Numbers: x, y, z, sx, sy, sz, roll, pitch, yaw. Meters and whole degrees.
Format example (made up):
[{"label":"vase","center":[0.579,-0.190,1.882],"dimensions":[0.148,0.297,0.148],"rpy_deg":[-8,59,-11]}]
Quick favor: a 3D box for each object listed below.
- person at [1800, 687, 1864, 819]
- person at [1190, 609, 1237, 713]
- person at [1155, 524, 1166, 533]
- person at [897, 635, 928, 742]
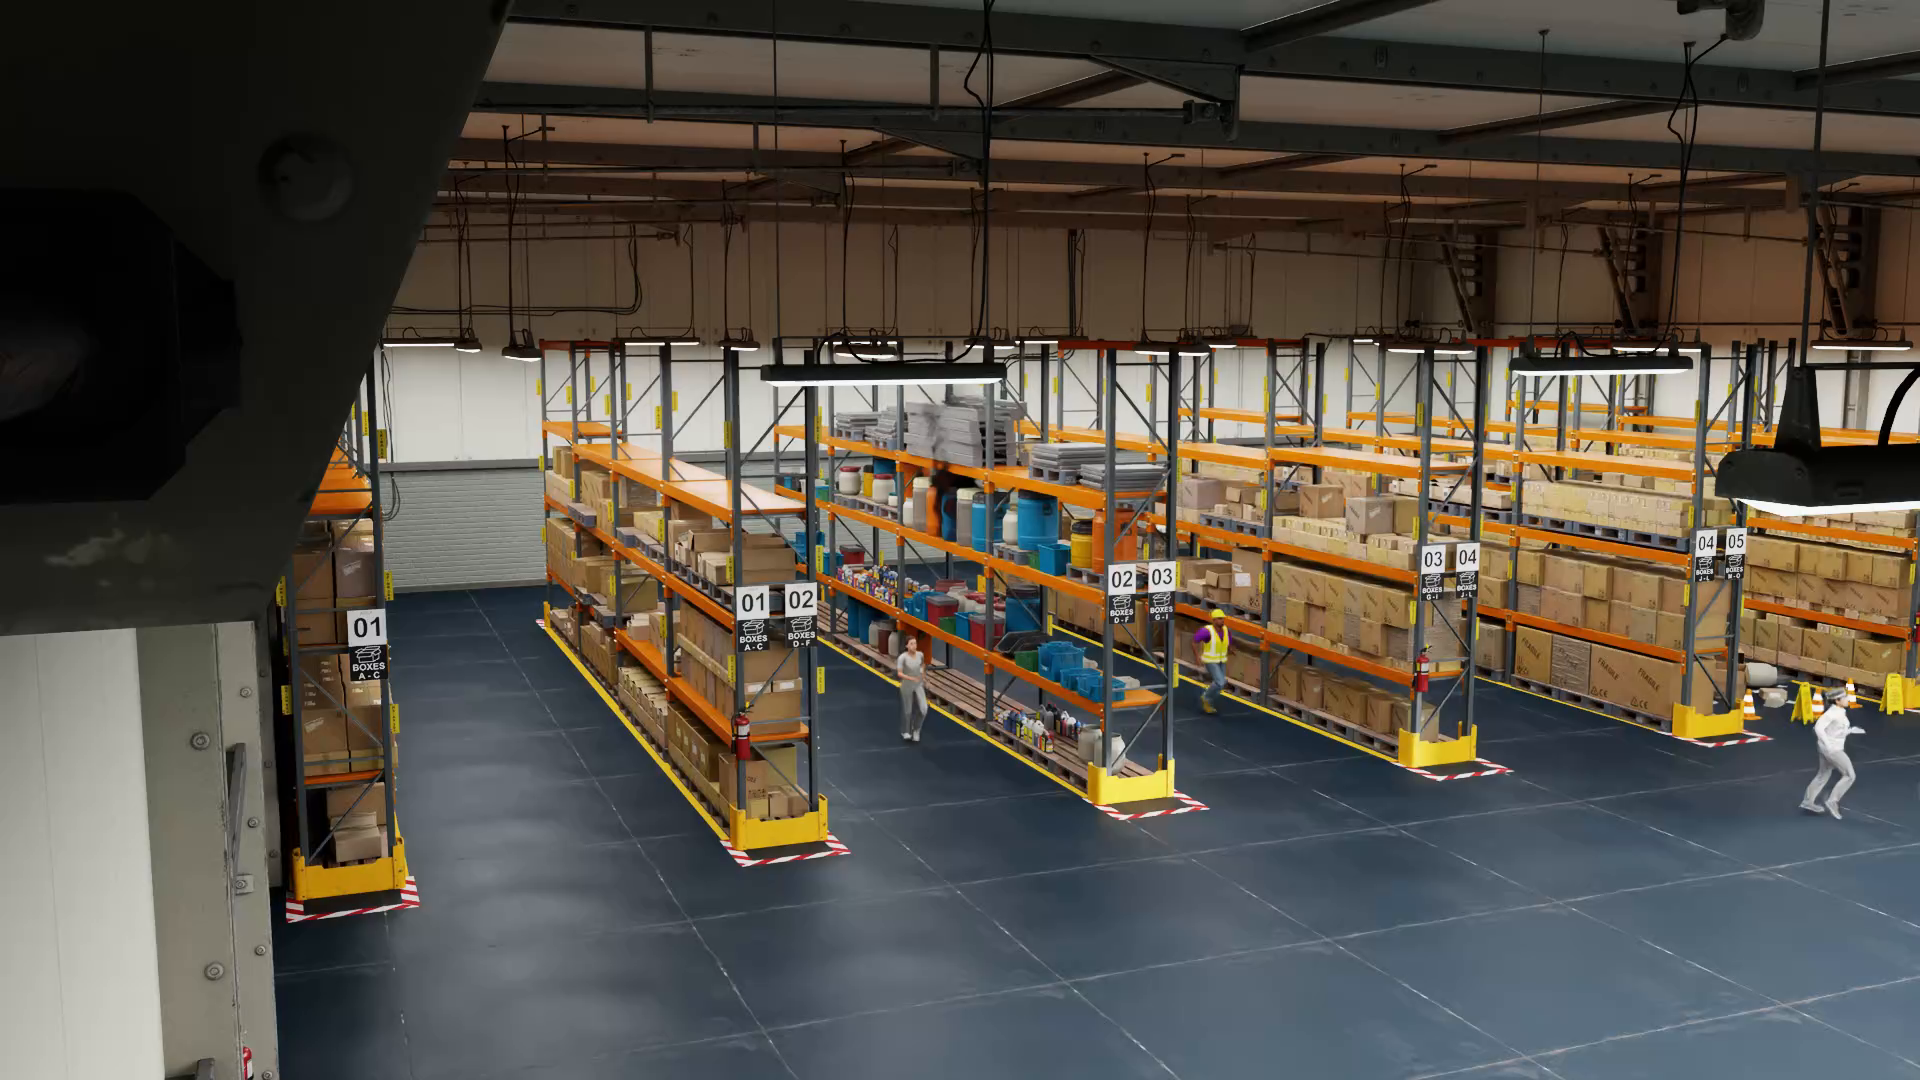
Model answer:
[{"label":"person","center":[11.265,2.730,21.444],"dimensions":[0.695,1.730,0.581],"rpy_deg":[3,8,20]},{"label":"person","center":[4.148,1.970,26.888],"dimensions":[0.680,1.716,0.720],"rpy_deg":[-5,9,-33]},{"label":"person","center":[4.858,0.140,41.065],"dimensions":[0.907,1.759,0.737],"rpy_deg":[-5,9,-33]},{"label":"person","center":[-0.710,2.247,25.109],"dimensions":[0.531,1.643,0.744],"rpy_deg":[-3,8,-22]}]
